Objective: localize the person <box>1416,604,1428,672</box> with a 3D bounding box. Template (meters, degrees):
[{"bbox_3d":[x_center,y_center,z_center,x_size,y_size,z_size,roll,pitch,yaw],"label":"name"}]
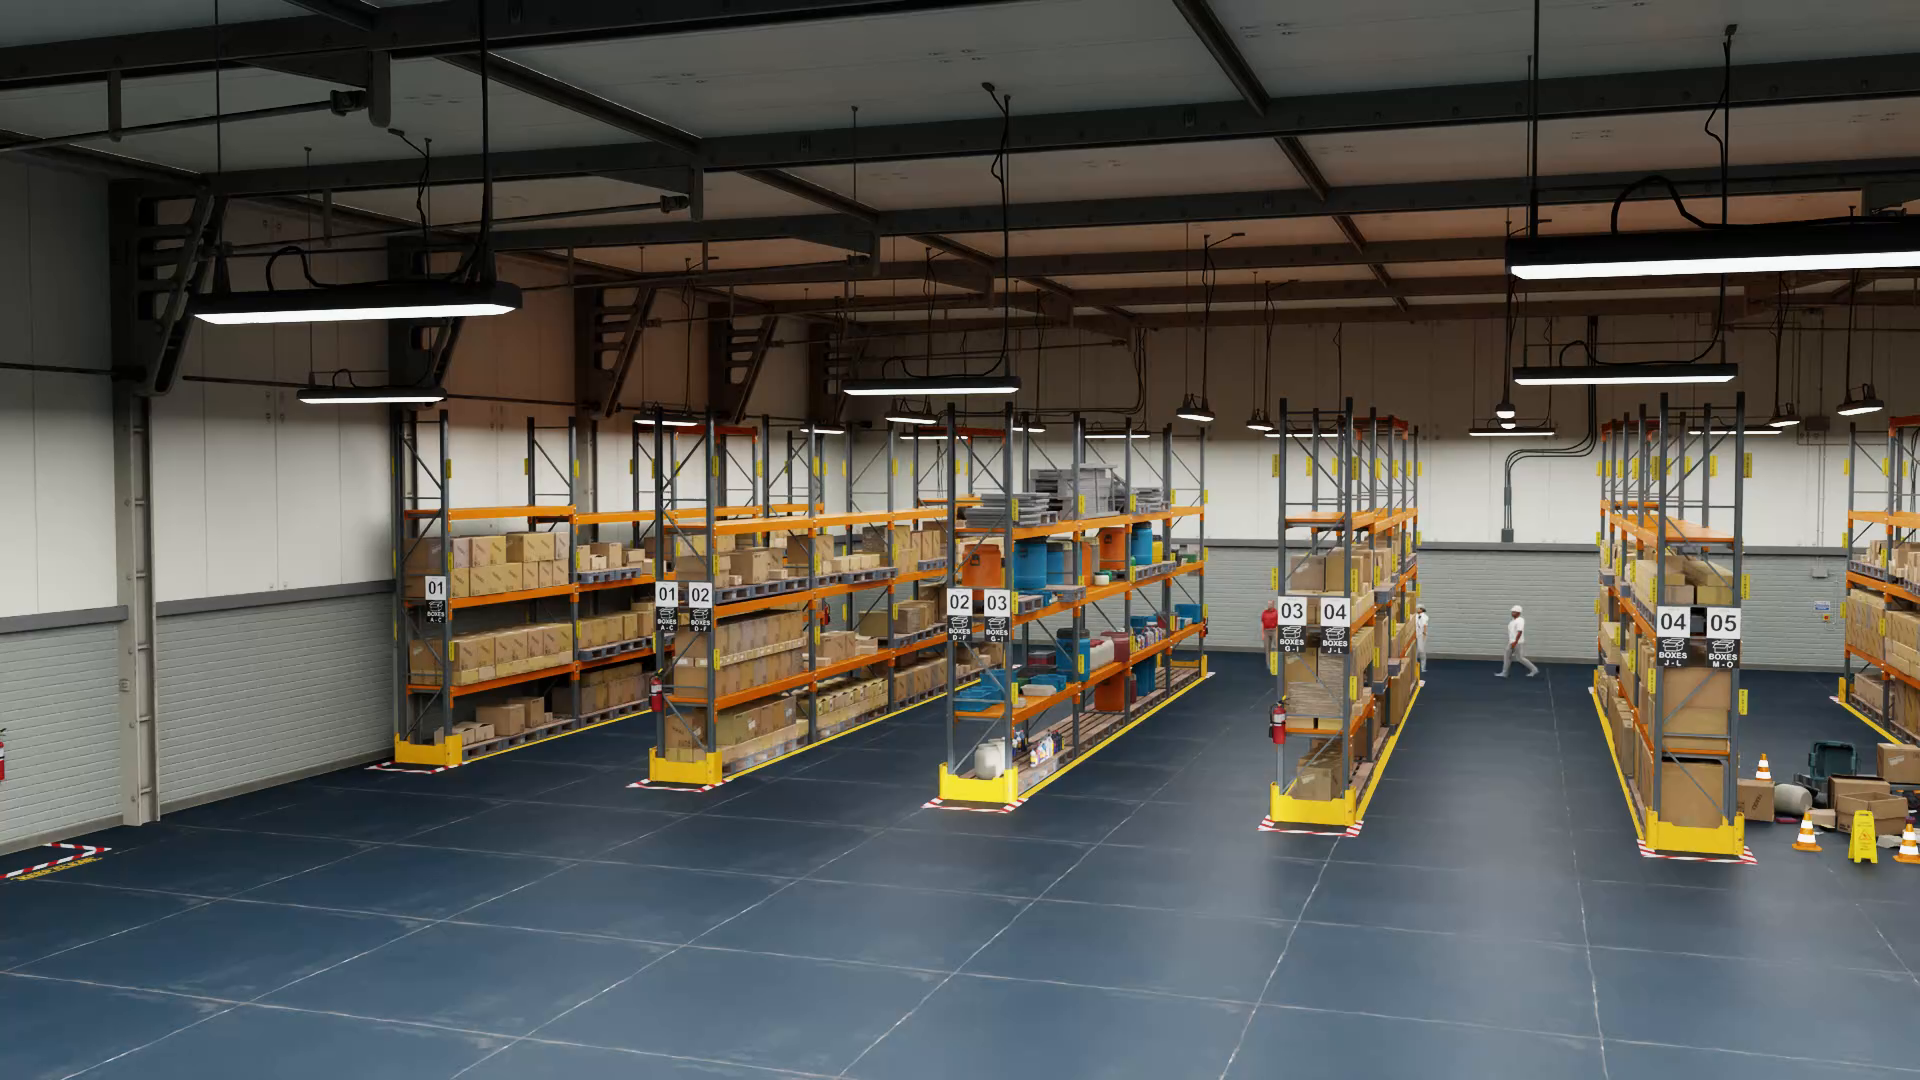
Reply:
[{"bbox_3d":[11.348,2.441,41.243,0.447,1.732,0.548,-2,3,-43],"label":"person"}]

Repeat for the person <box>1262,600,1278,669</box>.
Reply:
[{"bbox_3d":[7.802,2.368,41.472,0.638,1.743,0.436,1,3,27],"label":"person"}]

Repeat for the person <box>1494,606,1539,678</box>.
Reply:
[{"bbox_3d":[13.255,2.432,39.598,0.994,1.734,0.582,0,2,6],"label":"person"}]
